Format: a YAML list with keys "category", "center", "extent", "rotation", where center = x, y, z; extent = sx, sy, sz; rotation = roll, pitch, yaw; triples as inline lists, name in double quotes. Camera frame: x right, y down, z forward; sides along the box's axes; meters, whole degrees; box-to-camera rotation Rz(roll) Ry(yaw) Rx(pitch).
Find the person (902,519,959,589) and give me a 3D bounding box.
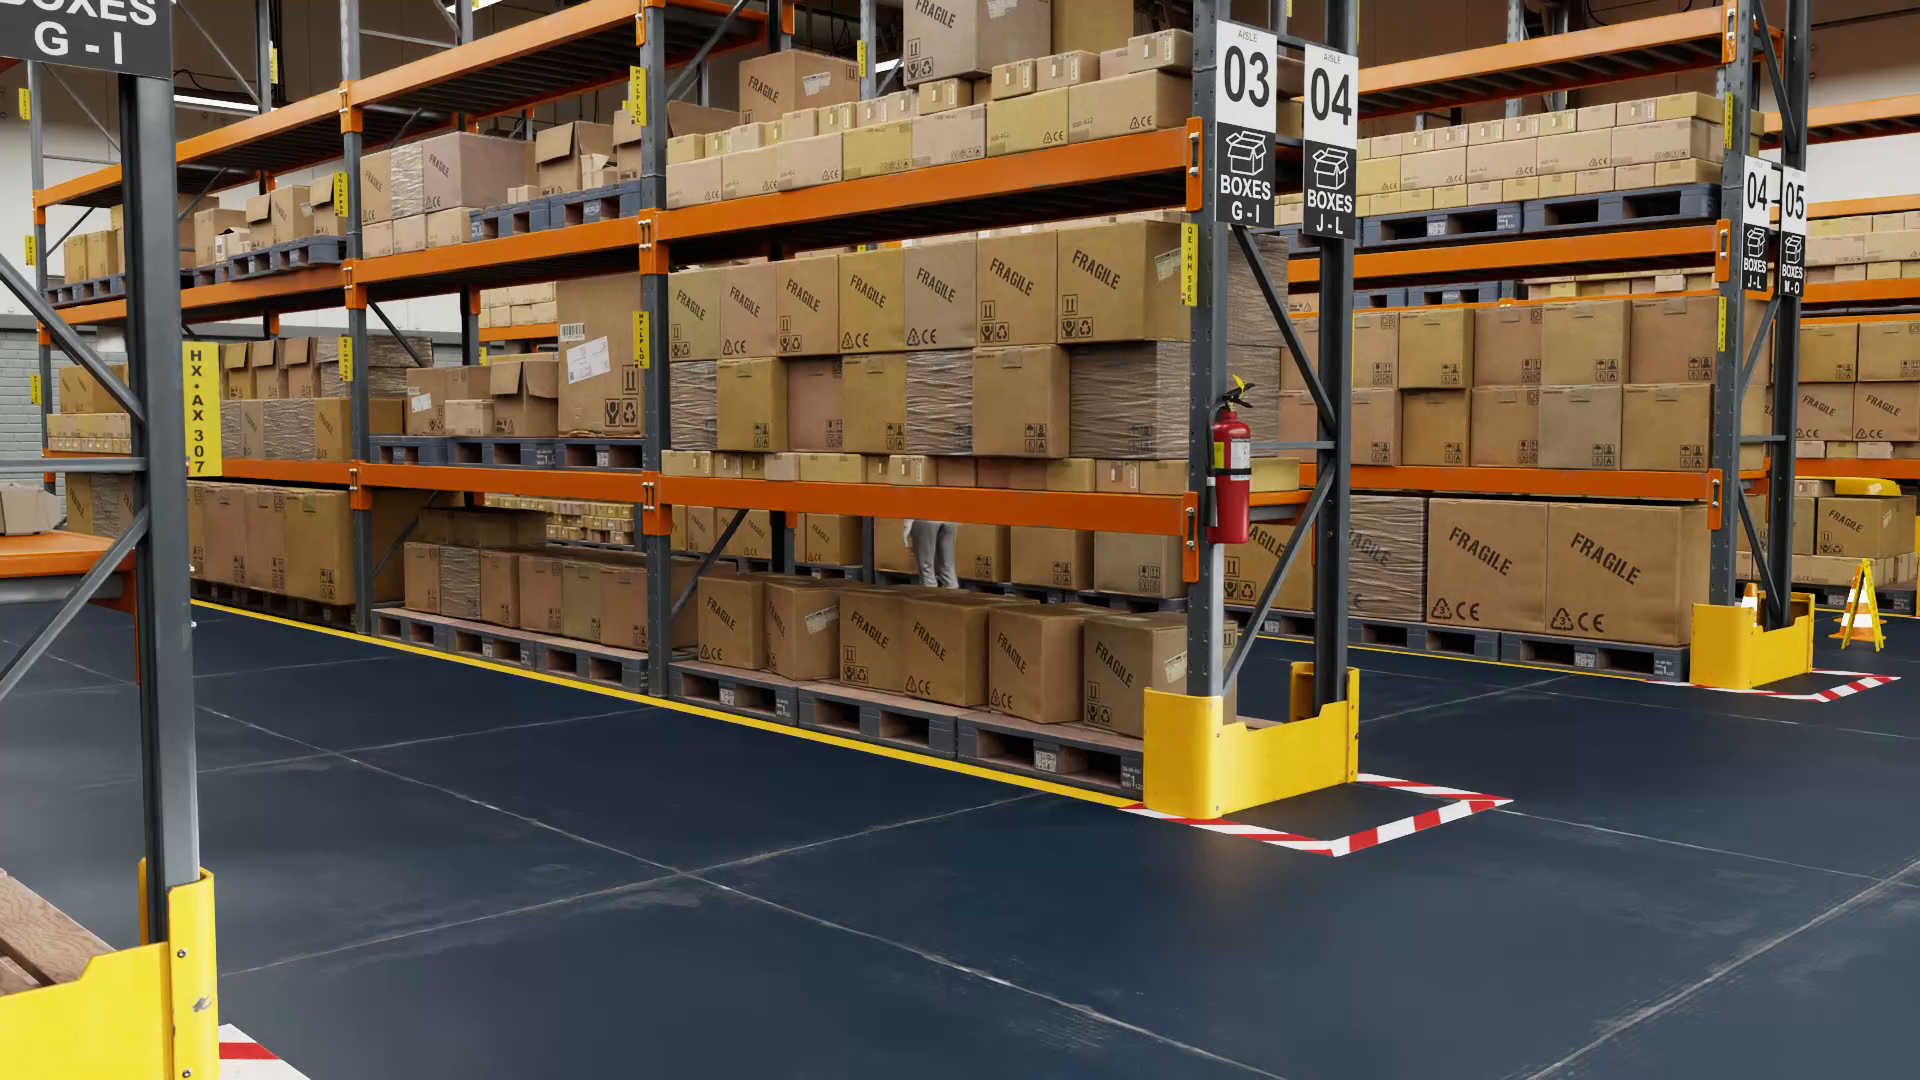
- category: "person"
  center: [-0.208, -0.117, 12.464]
  extent: [0.521, 1.710, 0.350]
  rotation: [-3, 5, -39]
